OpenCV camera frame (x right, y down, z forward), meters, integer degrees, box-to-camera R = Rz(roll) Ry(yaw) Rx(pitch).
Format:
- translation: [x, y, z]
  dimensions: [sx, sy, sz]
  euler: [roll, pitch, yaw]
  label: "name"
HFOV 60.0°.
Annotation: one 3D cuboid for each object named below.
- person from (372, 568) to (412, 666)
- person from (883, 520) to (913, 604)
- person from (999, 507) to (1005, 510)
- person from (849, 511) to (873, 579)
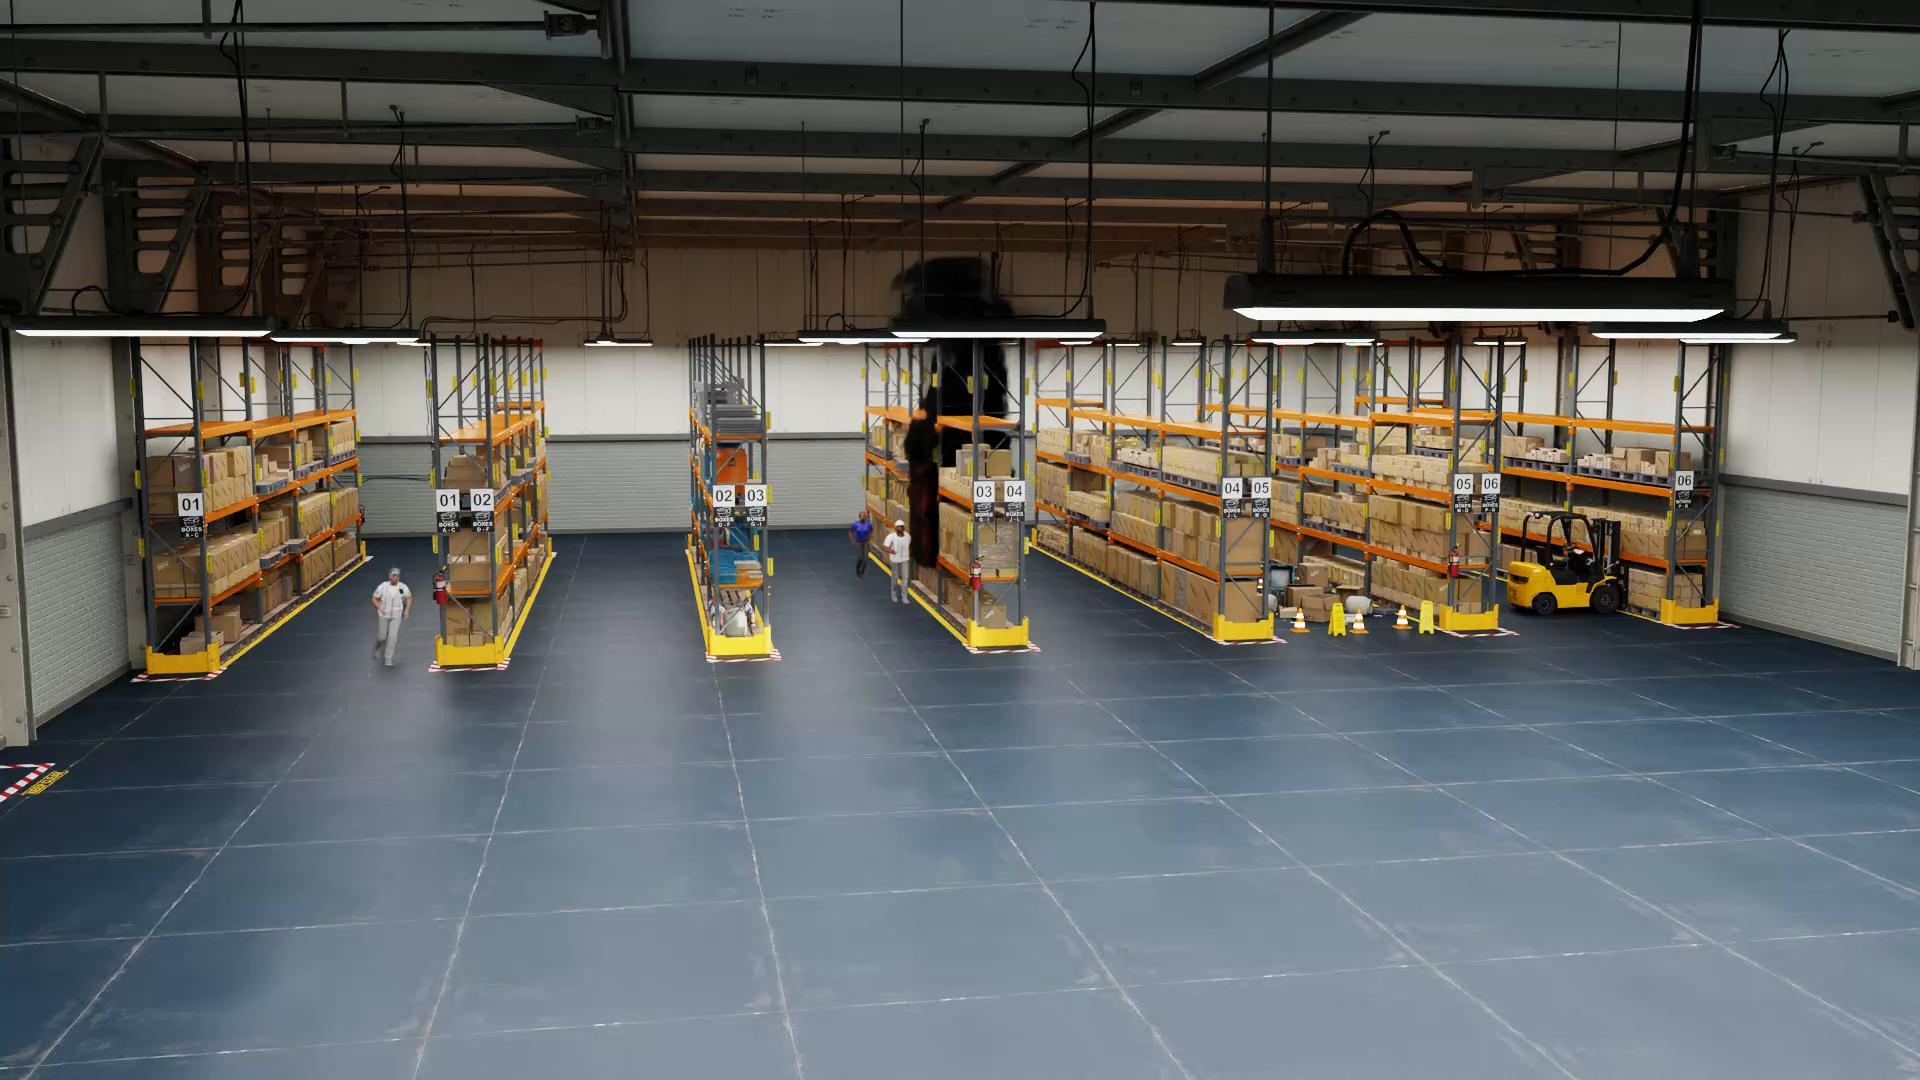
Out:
- translation: [-10.385, 1.373, 30.442]
  dimensions: [0.717, 1.748, 0.797]
  euler: [-3, 7, -25]
  label: "person"
- translation: [-1.297, 0.473, 35.654]
  dimensions: [0.693, 1.807, 0.925]
  euler: [-2, 7, -16]
  label: "person"
- translation: [1.170, -0.486, 47.122]
  dimensions: [0.674, 1.646, 0.693]
  euler: [-2, 7, -13]
  label: "person"
- translation: [-2.323, 0.178, 39.380]
  dimensions: [0.546, 1.516, 0.579]
  euler: [-2, 7, -17]
  label: "person"
